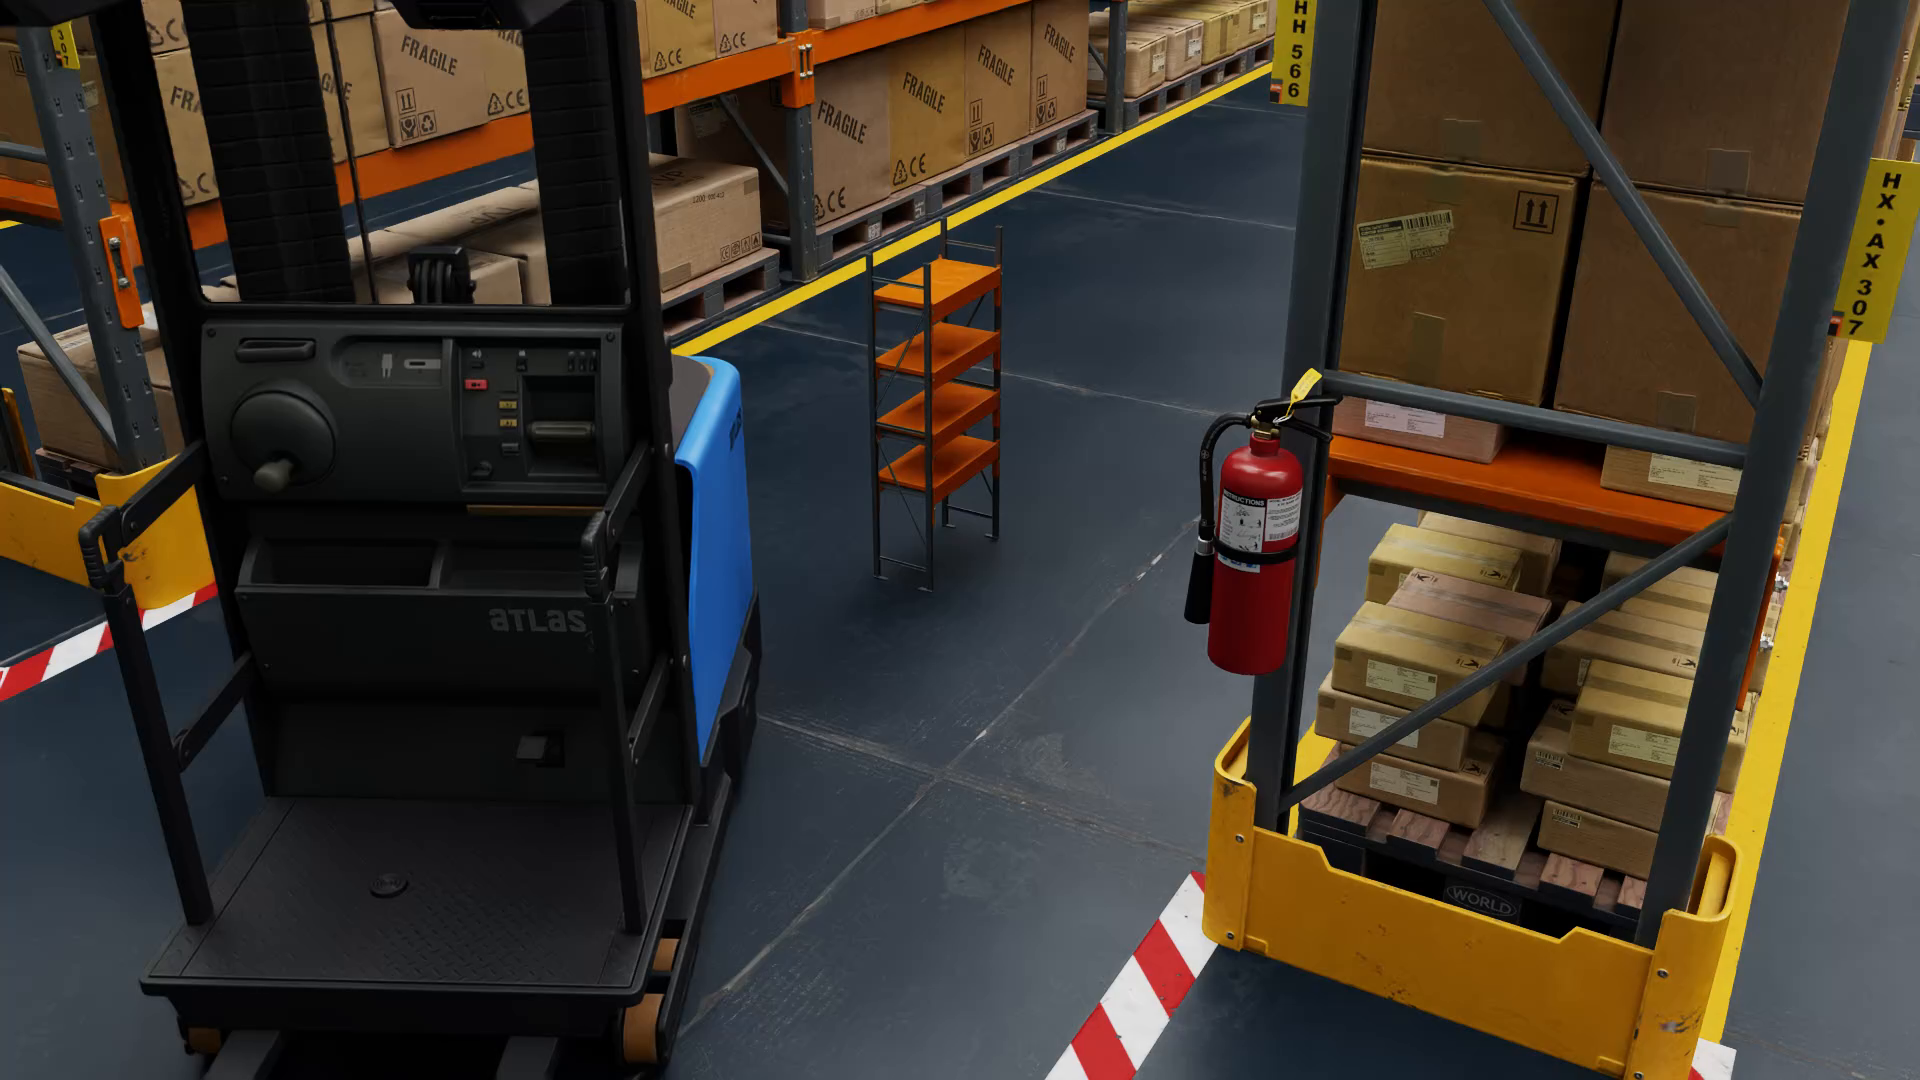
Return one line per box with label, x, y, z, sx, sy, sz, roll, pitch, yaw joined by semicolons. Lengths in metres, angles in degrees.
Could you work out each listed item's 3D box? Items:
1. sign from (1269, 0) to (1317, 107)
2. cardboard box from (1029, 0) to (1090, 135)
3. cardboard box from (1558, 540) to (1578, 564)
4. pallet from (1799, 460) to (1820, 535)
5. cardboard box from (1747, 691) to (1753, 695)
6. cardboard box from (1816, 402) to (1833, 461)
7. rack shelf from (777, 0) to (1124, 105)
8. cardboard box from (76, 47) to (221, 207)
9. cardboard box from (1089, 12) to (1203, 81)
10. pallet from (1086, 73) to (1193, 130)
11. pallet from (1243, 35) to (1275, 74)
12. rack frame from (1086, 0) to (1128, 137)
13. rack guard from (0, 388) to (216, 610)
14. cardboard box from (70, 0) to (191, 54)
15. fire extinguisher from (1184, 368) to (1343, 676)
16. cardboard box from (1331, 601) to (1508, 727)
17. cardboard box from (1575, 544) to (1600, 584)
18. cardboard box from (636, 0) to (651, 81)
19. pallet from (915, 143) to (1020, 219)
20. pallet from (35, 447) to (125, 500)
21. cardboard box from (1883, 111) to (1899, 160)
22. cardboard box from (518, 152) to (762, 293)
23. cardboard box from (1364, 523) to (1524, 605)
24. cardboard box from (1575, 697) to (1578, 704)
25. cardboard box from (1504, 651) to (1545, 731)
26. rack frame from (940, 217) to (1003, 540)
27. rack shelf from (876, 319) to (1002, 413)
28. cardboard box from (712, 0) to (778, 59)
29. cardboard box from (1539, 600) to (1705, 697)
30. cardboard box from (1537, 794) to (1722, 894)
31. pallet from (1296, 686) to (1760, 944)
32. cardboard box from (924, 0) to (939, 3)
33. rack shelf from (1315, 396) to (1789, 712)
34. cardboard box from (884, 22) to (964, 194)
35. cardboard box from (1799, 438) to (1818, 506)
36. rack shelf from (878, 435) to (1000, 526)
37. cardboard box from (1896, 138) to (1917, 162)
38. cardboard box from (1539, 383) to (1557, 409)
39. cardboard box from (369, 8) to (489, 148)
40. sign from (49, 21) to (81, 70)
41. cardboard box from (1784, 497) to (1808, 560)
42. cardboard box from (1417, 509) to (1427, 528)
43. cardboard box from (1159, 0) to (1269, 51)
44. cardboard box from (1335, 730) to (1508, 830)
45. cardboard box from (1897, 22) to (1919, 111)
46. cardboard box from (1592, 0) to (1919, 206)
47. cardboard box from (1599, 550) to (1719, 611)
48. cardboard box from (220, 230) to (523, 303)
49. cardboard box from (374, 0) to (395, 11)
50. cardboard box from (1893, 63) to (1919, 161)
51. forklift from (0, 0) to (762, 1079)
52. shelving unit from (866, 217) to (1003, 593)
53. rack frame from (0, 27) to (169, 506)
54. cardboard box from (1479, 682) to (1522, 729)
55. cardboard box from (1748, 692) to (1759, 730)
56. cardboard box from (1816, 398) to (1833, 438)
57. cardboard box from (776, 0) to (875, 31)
sign;0.678;-1.032;3.313;0.100;0.325;0.005;14;30;26
cardboard box;0.315;-3.398;11.591;0.875;0.875;0.875;14;30;26
cardboard box;1.802;-0.060;5.403;0.380;0.149;0.250;16;31;29
pallet;2.820;-0.285;6.583;1.003;0.211;1.213;14;30;26
cardboard box;2.081;0.279;4.726;0.380;0.149;0.250;15;30;28
cardboard box;3.002;-0.438;6.158;0.380;0.149;0.250;13;29;24
rack shelf;-0.256;-3.310;10.315;1.077;0.370;4.000;14;30;26
cardboard box;-2.722;-1.462;5.707;0.500;0.500;0.500;14;30;26
cardboard box;1.370;-3.931;13.218;0.950;0.372;0.625;14;30;25
pallet;1.113;-3.468;12.942;1.003;0.211;1.213;14;30;26
pallet;2.314;-4.419;14.842;1.003;0.211;1.213;14;30;26
rack frame;0.728;-4.411;11.711;1.000;3.000;0.127;14;30;26
rack guard;-3.220;-0.166;6.023;1.175;0.500;0.348;14;30;26
cardboard box;-2.724;-1.909;5.484;0.500;0.500;0.500;13;30;25
fire extinguisher;0.626;-0.045;3.491;0.296;0.674;0.183;14;30;26
cardboard box;1.191;0.316;4.318;0.380;0.149;0.250;15;30;27
cardboard box;1.995;-0.009;5.634;0.380;0.149;0.250;15;30;28
cardboard box;-1.729;-2.259;7.300;0.500;0.500;0.500;14;30;25
pallet;-0.327;-2.400;10.808;1.003;0.211;1.213;14;30;26
pallet;-2.883;-0.375;6.763;1.003;0.211;1.213;14;30;26
cardboard box;2.106;-0.937;4.326;0.500;0.500;0.500;15;30;27
cardboard box;-1.643;-1.673;8.634;0.875;0.438;0.875;14;30;25
cardboard box;1.382;0.102;4.746;0.380;0.149;0.250;13;30;25
cardboard box;1.816;0.470;4.344;0.380;0.149;0.250;14;30;26
cardboard box;1.472;0.387;4.842;0.380;0.149;0.250;14;30;26
rack frame;0.039;-0.567;6.043;0.240;1.200;0.015;14;30;26
rack shelf;-0.081;-0.612;5.783;0.258;0.148;0.480;14;30;26
cardboard box;-1.246;-2.660;8.101;0.500;0.500;0.500;14;30;27
cardboard box;1.736;0.315;4.320;0.380;0.149;0.250;15;30;27
cardboard box;1.688;0.711;4.195;0.380;0.149;0.250;15;30;27
pallet;1.619;0.666;4.684;1.003;0.211;1.213;14;30;26
cardboard box;-0.275;-3.297;9.652;0.500;0.250;0.500;14;30;26
rack shelf;2.135;-0.700;5.102;1.077;0.370;4.000;14;30;26
cardboard box;-0.567;-2.703;10.203;0.875;0.875;0.875;15;30;28
cardboard box;2.593;-0.260;5.469;0.380;0.149;0.250;13;29;24
rack shelf;-0.081;-0.234;5.972;0.258;0.148;0.480;14;30;26
cardboard box;5.465;-2.760;10.456;1.050;0.750;0.750;14;30;25
cardboard box;1.221;-0.408;3.995;0.380;0.149;0.250;14;30;26
cardboard box;-2.231;-1.859;6.501;0.500;0.500;0.500;14;30;26
sign;-2.728;-1.591;5.022;0.100;0.325;0.005;14;30;26
cardboard box;2.714;-0.083;5.781;0.380;0.149;0.250;14;30;26
cardboard box;1.648;-0.102;5.153;0.380;0.149;0.250;15;30;28
cardboard box;2.089;-4.497;14.348;0.950;0.372;0.625;16;31;29
cardboard box;1.229;0.593;4.429;0.380;0.149;0.250;15;30;27
cardboard box;2.121;-1.380;4.094;0.500;0.500;0.500;13;30;25
cardboard box;1.603;-0.984;3.303;0.500;0.500;0.500;14;30;26
cardboard box;2.021;0.130;4.690;0.380;0.149;0.250;13;29;24
cardboard box;-2.527;-0.973;7.236;0.875;0.438;0.875;15;30;27
cardboard box;-2.229;-2.315;6.294;0.500;0.500;0.500;14;30;26
cardboard box;2.871;-1.526;5.504;0.500;0.500;0.500;13;30;25
forklift;-1.208;-0.248;3.472;1.130;2.935;3.031;1;27;2
shelving unit;-0.081;-0.472;5.853;0.258;1.200;0.503;14;30;26
rack frame;-3.208;-1.293;5.482;1.000;3.000;0.127;14;30;26
cardboard box;1.338;0.353;4.577;0.380;0.149;0.250;13;30;25
cardboard box;2.083;0.417;4.782;0.380;0.149;0.250;15;30;27
cardboard box;1.864;-0.386;3.950;0.380;0.149;0.250;13;30;25
cardboard box;-0.794;-2.898;8.856;0.500;0.250;0.500;13;30;25
